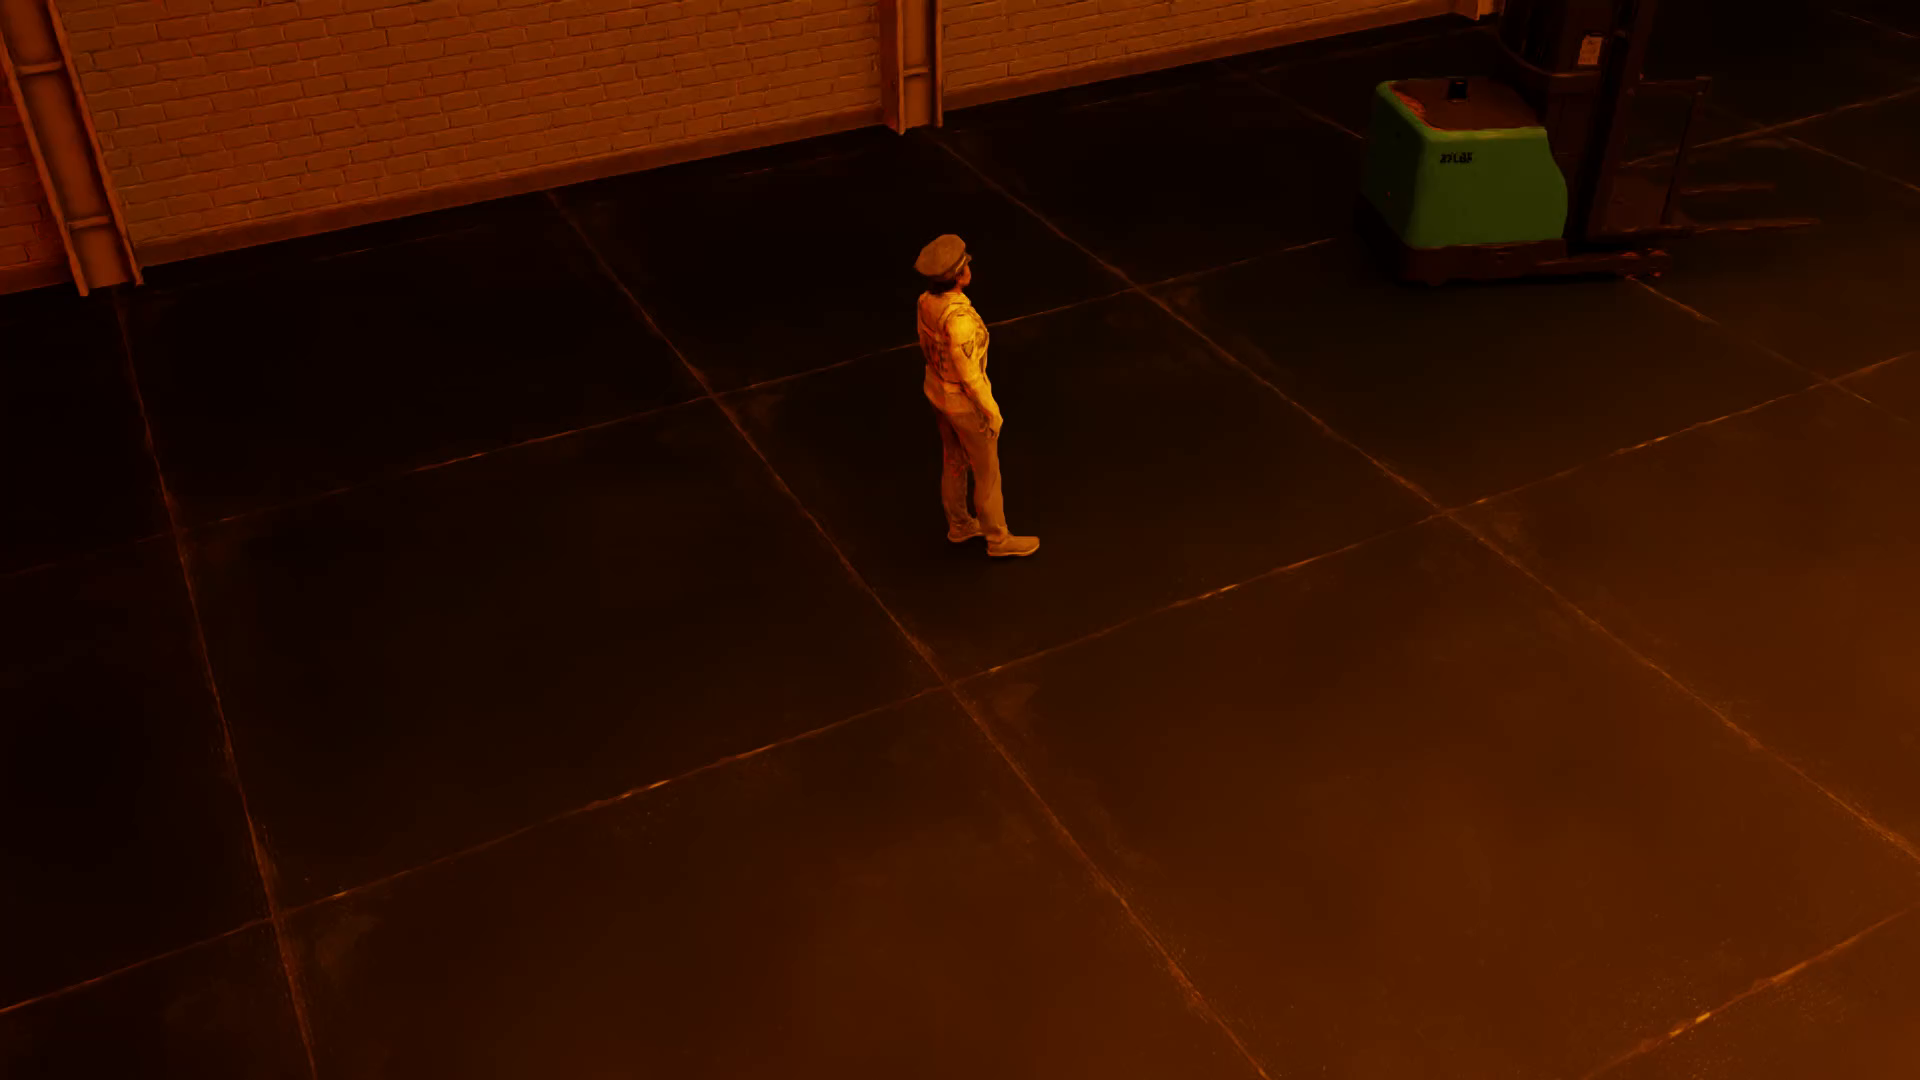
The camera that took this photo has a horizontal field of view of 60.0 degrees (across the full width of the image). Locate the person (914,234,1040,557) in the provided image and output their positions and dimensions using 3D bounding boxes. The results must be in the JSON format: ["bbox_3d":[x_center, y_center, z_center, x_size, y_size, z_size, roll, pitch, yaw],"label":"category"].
[{"bbox_3d":[0.063,-0.713,8.190,0.532,1.695,0.586,-17,39,-23],"label":"person"}]

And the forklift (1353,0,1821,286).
[{"bbox_3d":[4.331,-3.254,10.726,3.031,2.935,1.130,-5,36,-7],"label":"forklift"}]
